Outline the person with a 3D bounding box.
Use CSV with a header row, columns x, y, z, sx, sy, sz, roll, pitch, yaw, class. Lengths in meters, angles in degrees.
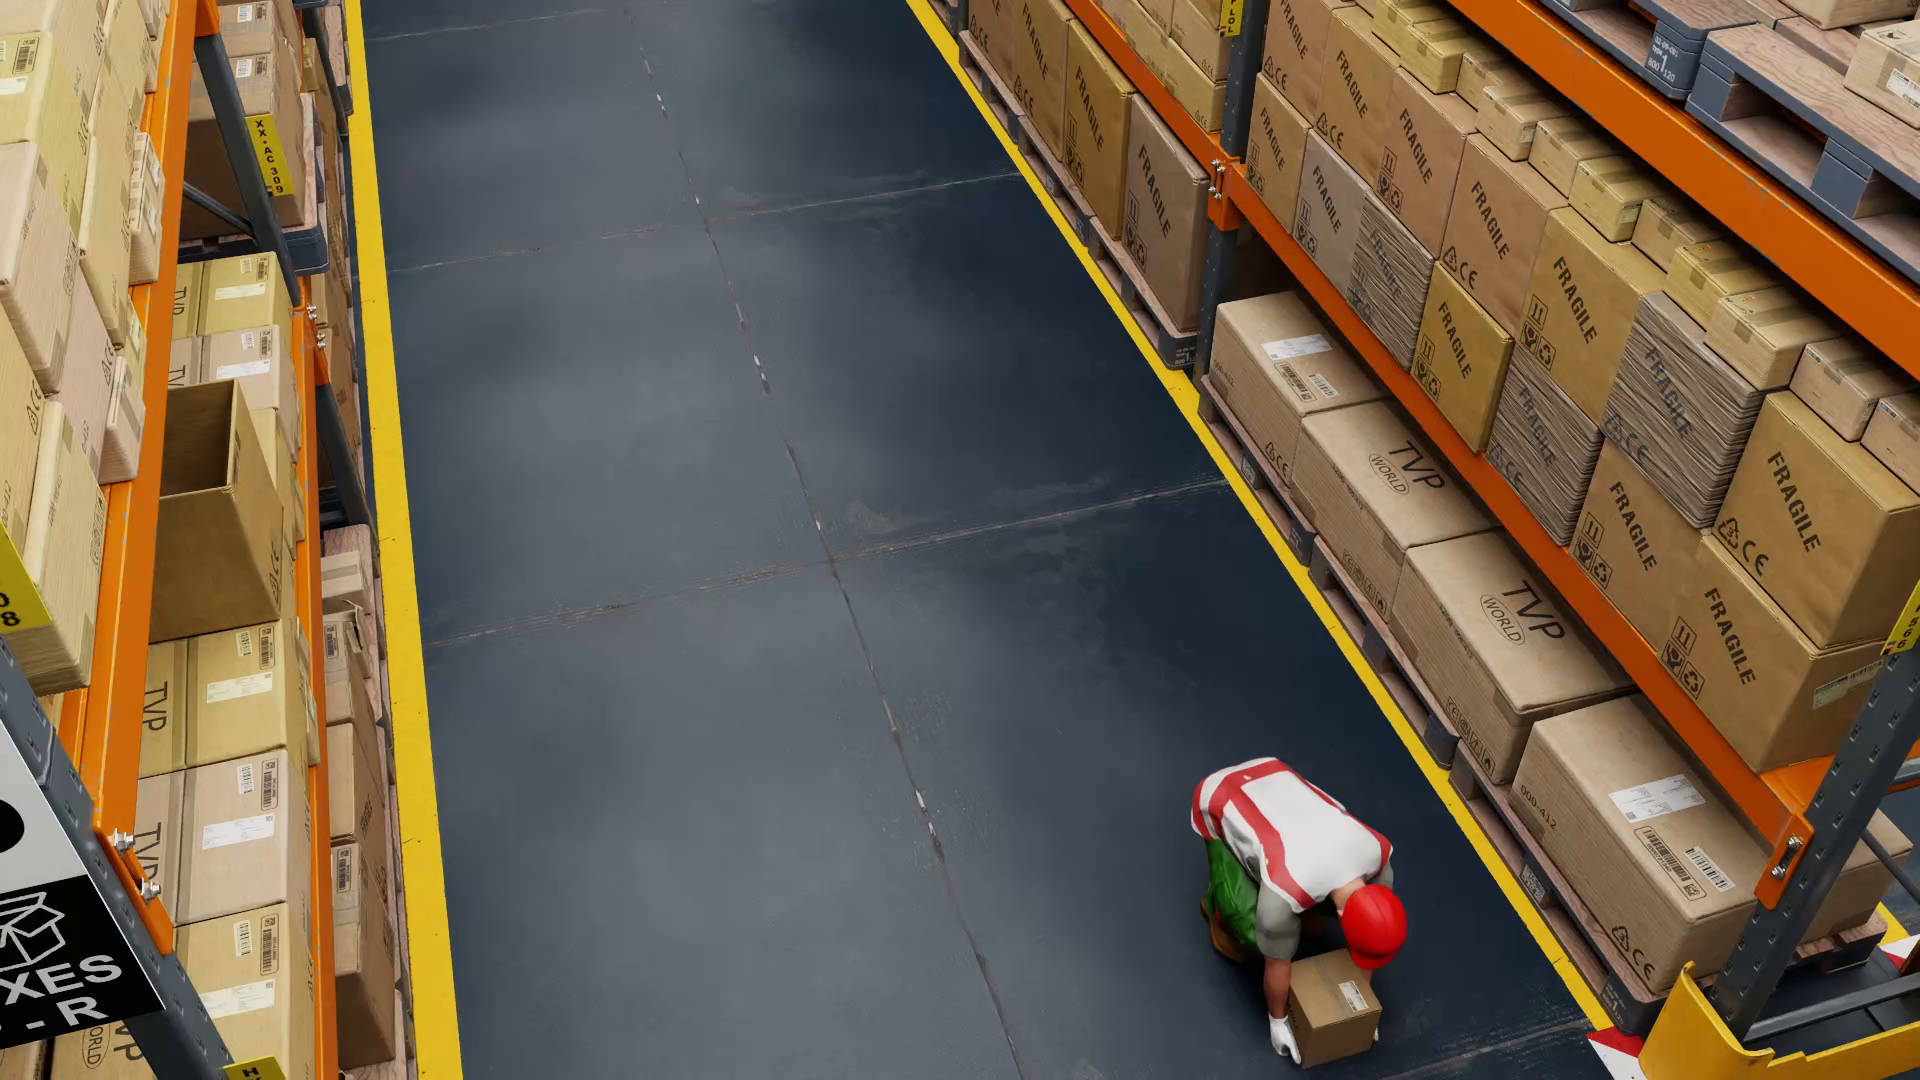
x,y,z,sx,sy,sz,roll,pitch,yaw,class
1.129,1.202,5.611,0.532,0.844,0.938,-14,44,-15,person
